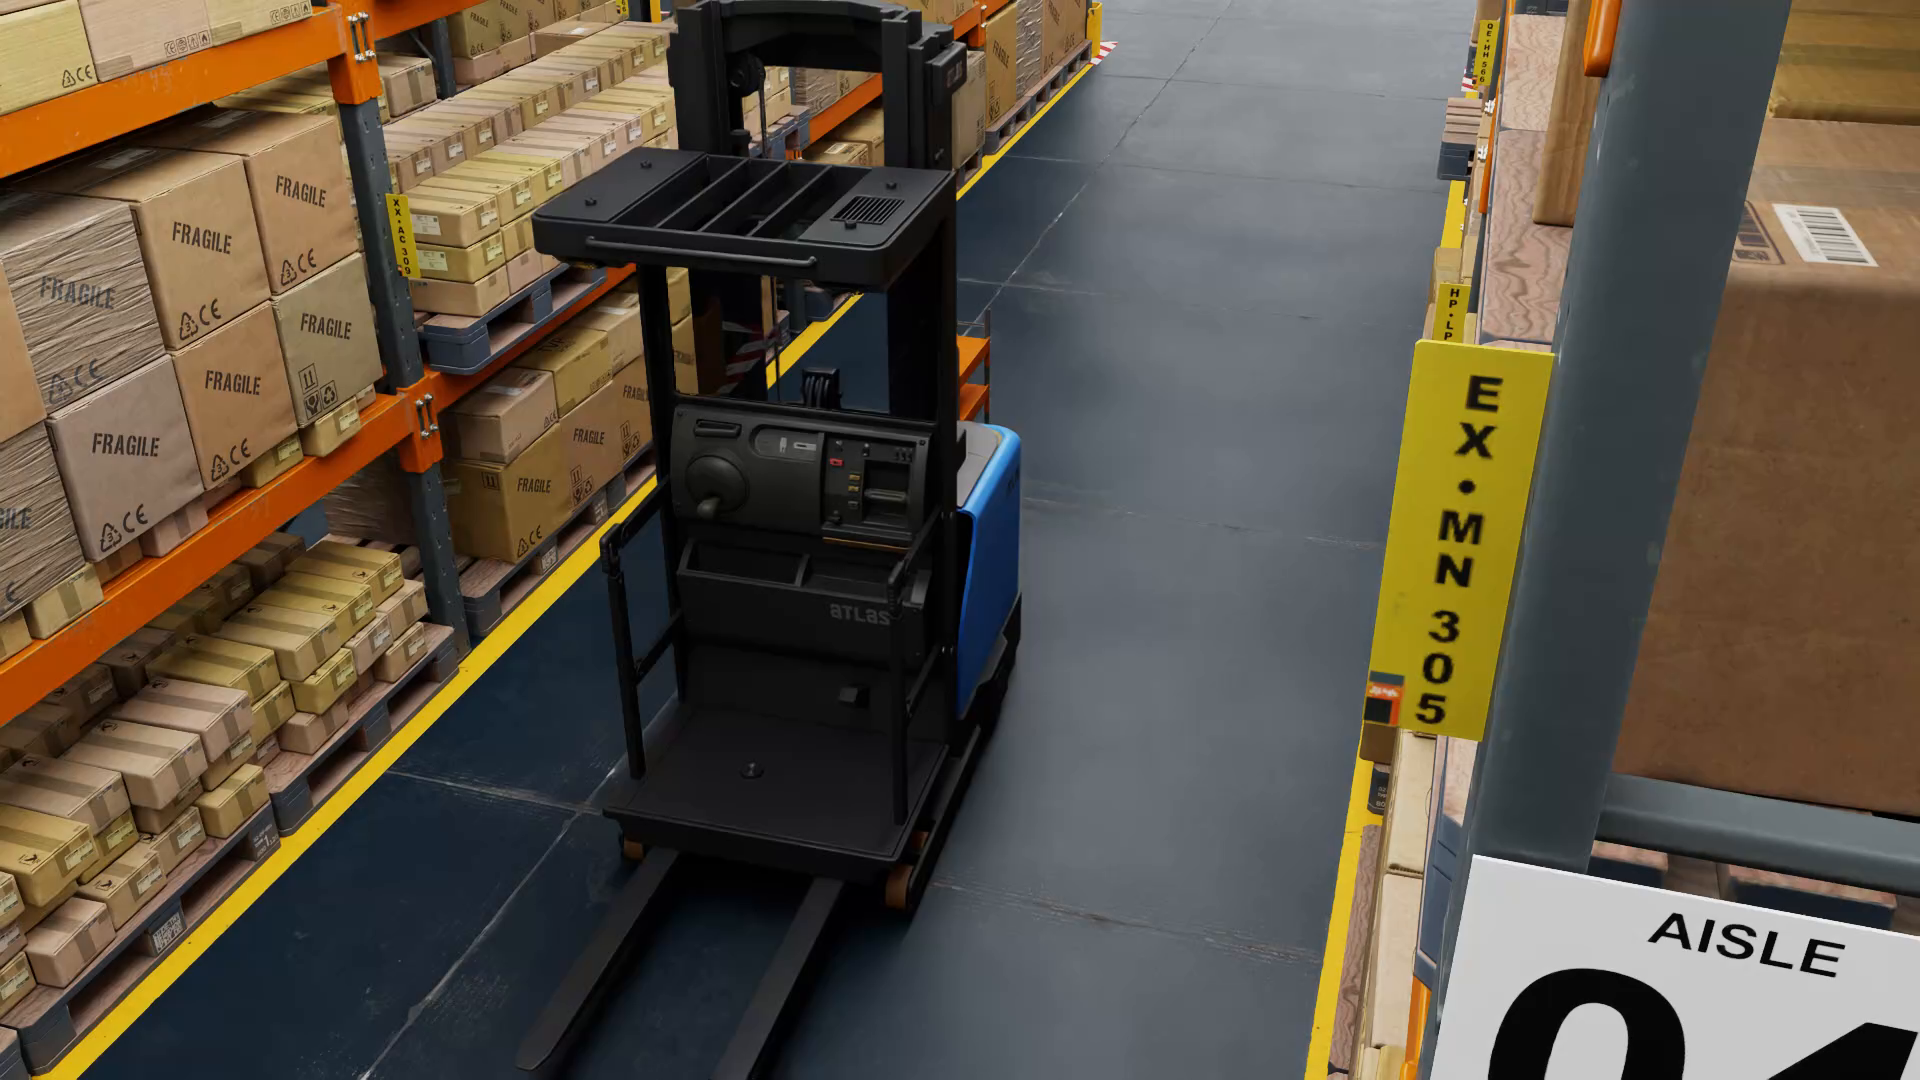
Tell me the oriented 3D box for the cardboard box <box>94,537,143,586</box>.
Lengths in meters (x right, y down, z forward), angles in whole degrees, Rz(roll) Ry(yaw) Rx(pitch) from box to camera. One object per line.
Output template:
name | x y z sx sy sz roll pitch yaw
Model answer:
cardboard box | -2.898 0.026 5.375 0.380 0.149 0.250 8 30 14

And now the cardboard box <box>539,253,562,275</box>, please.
cardboard box | -1.947 -1.294 7.318 0.380 0.149 0.250 9 30 15

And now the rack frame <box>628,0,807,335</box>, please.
rack frame | -1.481 -2.717 10.048 1.000 3.000 0.127 8 30 15

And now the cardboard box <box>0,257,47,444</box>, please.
cardboard box | -2.981 -0.492 4.611 0.500 0.500 0.500 8 30 13

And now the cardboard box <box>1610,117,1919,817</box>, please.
cardboard box | 0.984 -0.075 1.577 0.700 0.500 0.500 7 30 12

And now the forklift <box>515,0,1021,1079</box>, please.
forklift | -0.613 -0.181 5.561 1.130 2.935 3.031 7 30 13

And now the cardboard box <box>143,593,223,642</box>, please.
cardboard box | -3.119 0.319 6.480 0.380 0.149 0.250 8 30 14

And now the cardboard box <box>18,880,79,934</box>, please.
cardboard box | -3.102 1.108 5.367 0.380 0.149 0.250 10 31 17

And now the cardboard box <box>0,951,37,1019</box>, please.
cardboard box | -3.141 1.380 5.184 0.380 0.149 0.250 9 30 15

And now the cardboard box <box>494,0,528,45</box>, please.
cardboard box | -4.491 -5.031 15.833 0.500 0.500 0.500 10 31 17

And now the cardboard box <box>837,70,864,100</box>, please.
cardboard box | -0.944 -3.167 10.755 0.500 0.500 0.500 8 30 14

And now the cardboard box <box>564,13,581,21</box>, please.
cardboard box | -4.182 -5.178 16.869 0.500 0.250 0.500 7 30 13

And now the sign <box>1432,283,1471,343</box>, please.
sign | 1.535 -0.648 5.219 0.100 0.325 0.005 8 30 15

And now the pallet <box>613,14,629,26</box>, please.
pallet | -4.189 -5.468 17.862 1.003 0.211 1.213 8 30 15

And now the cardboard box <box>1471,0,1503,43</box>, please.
cardboard box | 4.038 -3.917 11.157 1.000 1.000 1.000 9 30 15

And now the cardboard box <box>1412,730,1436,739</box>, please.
cardboard box | 1.372 0.161 3.952 0.500 0.500 0.500 8 30 13

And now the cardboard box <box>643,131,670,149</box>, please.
cardboard box | -1.643 -1.906 8.112 0.380 0.149 0.250 8 30 14

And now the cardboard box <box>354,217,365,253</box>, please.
cardboard box | -2.727 -1.275 6.976 0.380 0.149 0.250 9 30 16

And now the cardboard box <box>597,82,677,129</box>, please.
cardboard box | -1.568 -2.157 8.256 0.380 0.149 0.250 10 31 17

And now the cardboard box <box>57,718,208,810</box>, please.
cardboard box | -2.823 0.763 5.681 0.380 0.149 0.250 7 30 13

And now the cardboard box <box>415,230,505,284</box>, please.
cardboard box | -2.100 -1.179 6.805 0.380 0.149 0.250 9 30 16

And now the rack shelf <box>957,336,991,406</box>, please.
rack shelf | -0.049 -0.791 7.629 0.258 0.148 0.480 8 30 15

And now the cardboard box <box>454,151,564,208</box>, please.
cardboard box | -1.946 -1.558 7.180 0.380 0.149 0.250 9 30 15

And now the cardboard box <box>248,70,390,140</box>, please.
cardboard box | -5.428 -3.692 14.072 0.950 0.372 0.625 10 31 18

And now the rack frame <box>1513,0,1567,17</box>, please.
rack frame | 2.057 -2.725 3.892 1.000 3.000 0.127 8 30 15

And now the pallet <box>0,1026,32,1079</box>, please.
pallet | -3.534 1.812 4.776 1.003 0.211 1.213 8 30 15

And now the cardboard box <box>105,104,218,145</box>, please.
cardboard box | -3.020 -1.294 6.053 0.500 0.500 0.500 9 30 16

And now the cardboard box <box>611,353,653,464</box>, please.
cardboard box | -1.890 -0.746 8.645 0.500 0.500 0.500 9 30 16

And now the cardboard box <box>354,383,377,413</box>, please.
cardboard box | -2.515 -0.582 6.469 0.380 0.149 0.250 8 30 14

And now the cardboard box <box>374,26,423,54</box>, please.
cardboard box | -5.151 -4.858 15.522 0.500 0.500 0.500 8 30 14

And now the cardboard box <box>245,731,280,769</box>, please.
cardboard box | -2.810 0.781 6.261 0.380 0.149 0.250 8 30 14

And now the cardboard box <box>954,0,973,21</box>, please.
cardboard box | -0.204 -4.339 12.861 0.500 0.500 0.500 8 30 15

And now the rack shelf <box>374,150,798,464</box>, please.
rack shelf | -2.068 -1.473 8.552 1.077 0.370 4.000 8 30 15

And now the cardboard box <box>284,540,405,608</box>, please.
cardboard box | -2.511 0.147 6.789 0.380 0.149 0.250 9 30 16

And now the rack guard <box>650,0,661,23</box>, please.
rack guard | -3.917 -5.966 18.461 1.175 0.500 0.348 8 30 15

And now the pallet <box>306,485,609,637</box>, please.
pallet | -2.428 -0.001 8.035 1.003 0.211 1.213 8 30 15

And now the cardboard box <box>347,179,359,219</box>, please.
cardboard box | -2.724 -1.406 6.907 0.380 0.149 0.250 10 31 17

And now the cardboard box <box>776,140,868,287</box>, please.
cardboard box | -1.216 -2.187 10.979 1.050 0.750 0.750 8 30 14

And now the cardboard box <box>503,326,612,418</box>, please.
cardboard box | -2.032 -0.830 8.025 0.500 0.250 0.500 9 30 16

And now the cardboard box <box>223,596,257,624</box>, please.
cardboard box | -3.056 0.328 6.770 0.380 0.149 0.250 9 30 15

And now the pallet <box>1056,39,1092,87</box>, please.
pallet | 0.707 -4.833 16.721 1.003 0.211 1.213 8 30 15

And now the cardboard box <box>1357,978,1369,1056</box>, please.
cardboard box | 1.046 1.057 3.522 0.380 0.149 0.250 9 30 15

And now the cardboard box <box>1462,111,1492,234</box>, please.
cardboard box | 2.828 -1.819 8.331 0.500 0.500 0.500 9 30 16

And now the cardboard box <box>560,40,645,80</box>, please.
cardboard box | -1.954 -2.625 9.097 0.380 0.149 0.250 8 30 15

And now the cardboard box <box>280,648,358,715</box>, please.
cardboard box | -2.573 0.521 6.423 0.380 0.149 0.250 7 30 13

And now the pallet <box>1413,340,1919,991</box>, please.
pallet | 1.091 0.137 1.923 1.003 0.211 1.213 8 30 15

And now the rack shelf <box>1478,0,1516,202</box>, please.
rack shelf | 2.644 -2.029 6.467 1.077 0.370 4.000 8 30 15

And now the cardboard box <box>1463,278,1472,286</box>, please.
cardboard box | 2.085 -0.632 6.198 0.500 0.500 0.500 9 30 16

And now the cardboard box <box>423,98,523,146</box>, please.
cardboard box | -2.340 -2.012 7.995 0.380 0.149 0.250 7 30 13

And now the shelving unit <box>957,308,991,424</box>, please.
shelving unit | -0.049 -0.447 7.820 0.258 1.200 0.503 8 30 15

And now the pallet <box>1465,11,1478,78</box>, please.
pallet | 4.042 -3.403 11.479 1.003 0.211 1.213 8 30 15

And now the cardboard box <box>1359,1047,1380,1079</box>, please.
cardboard box | 0.921 1.192 2.869 0.500 0.250 0.500 8 30 14
